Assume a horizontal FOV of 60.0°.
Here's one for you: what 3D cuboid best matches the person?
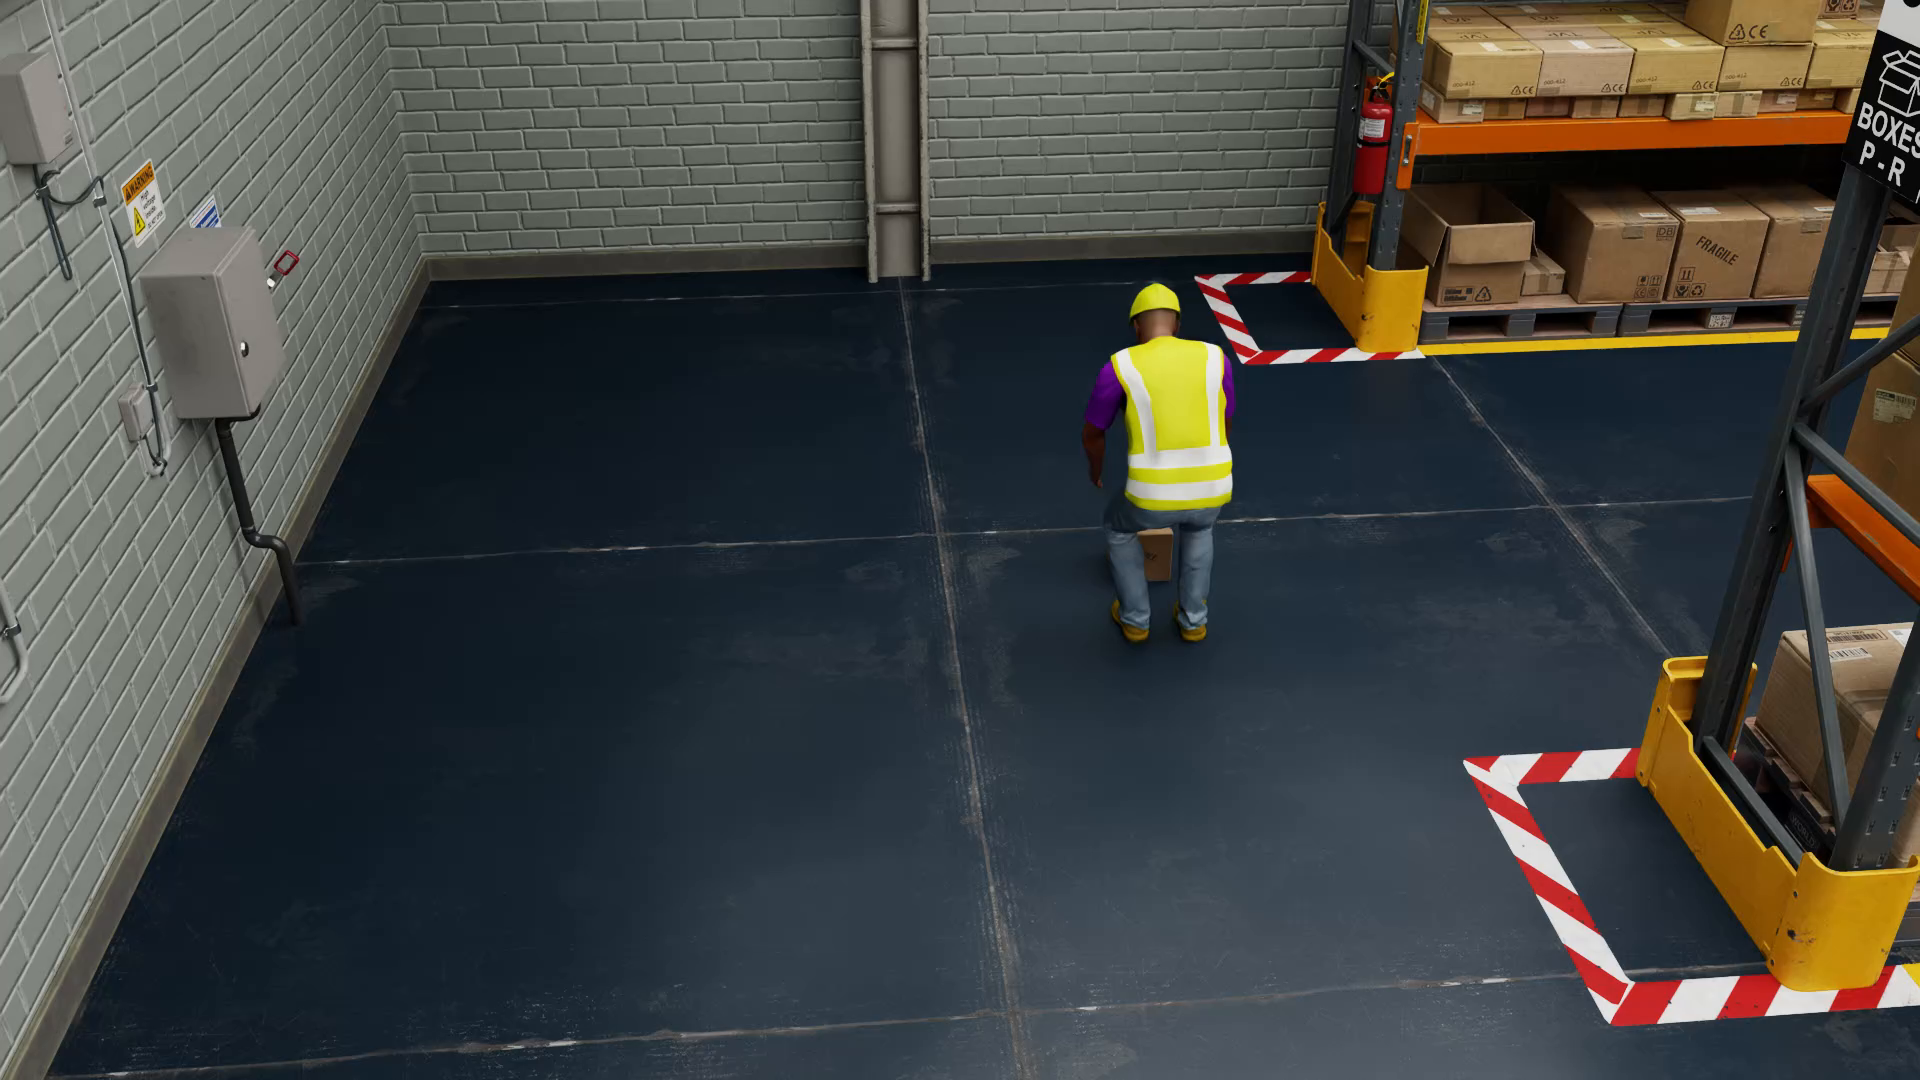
[{"bbox_3d":[0.821,-0.280,6.874,0.630,1.461,0.728,-3,31,-4],"label":"person"}]
